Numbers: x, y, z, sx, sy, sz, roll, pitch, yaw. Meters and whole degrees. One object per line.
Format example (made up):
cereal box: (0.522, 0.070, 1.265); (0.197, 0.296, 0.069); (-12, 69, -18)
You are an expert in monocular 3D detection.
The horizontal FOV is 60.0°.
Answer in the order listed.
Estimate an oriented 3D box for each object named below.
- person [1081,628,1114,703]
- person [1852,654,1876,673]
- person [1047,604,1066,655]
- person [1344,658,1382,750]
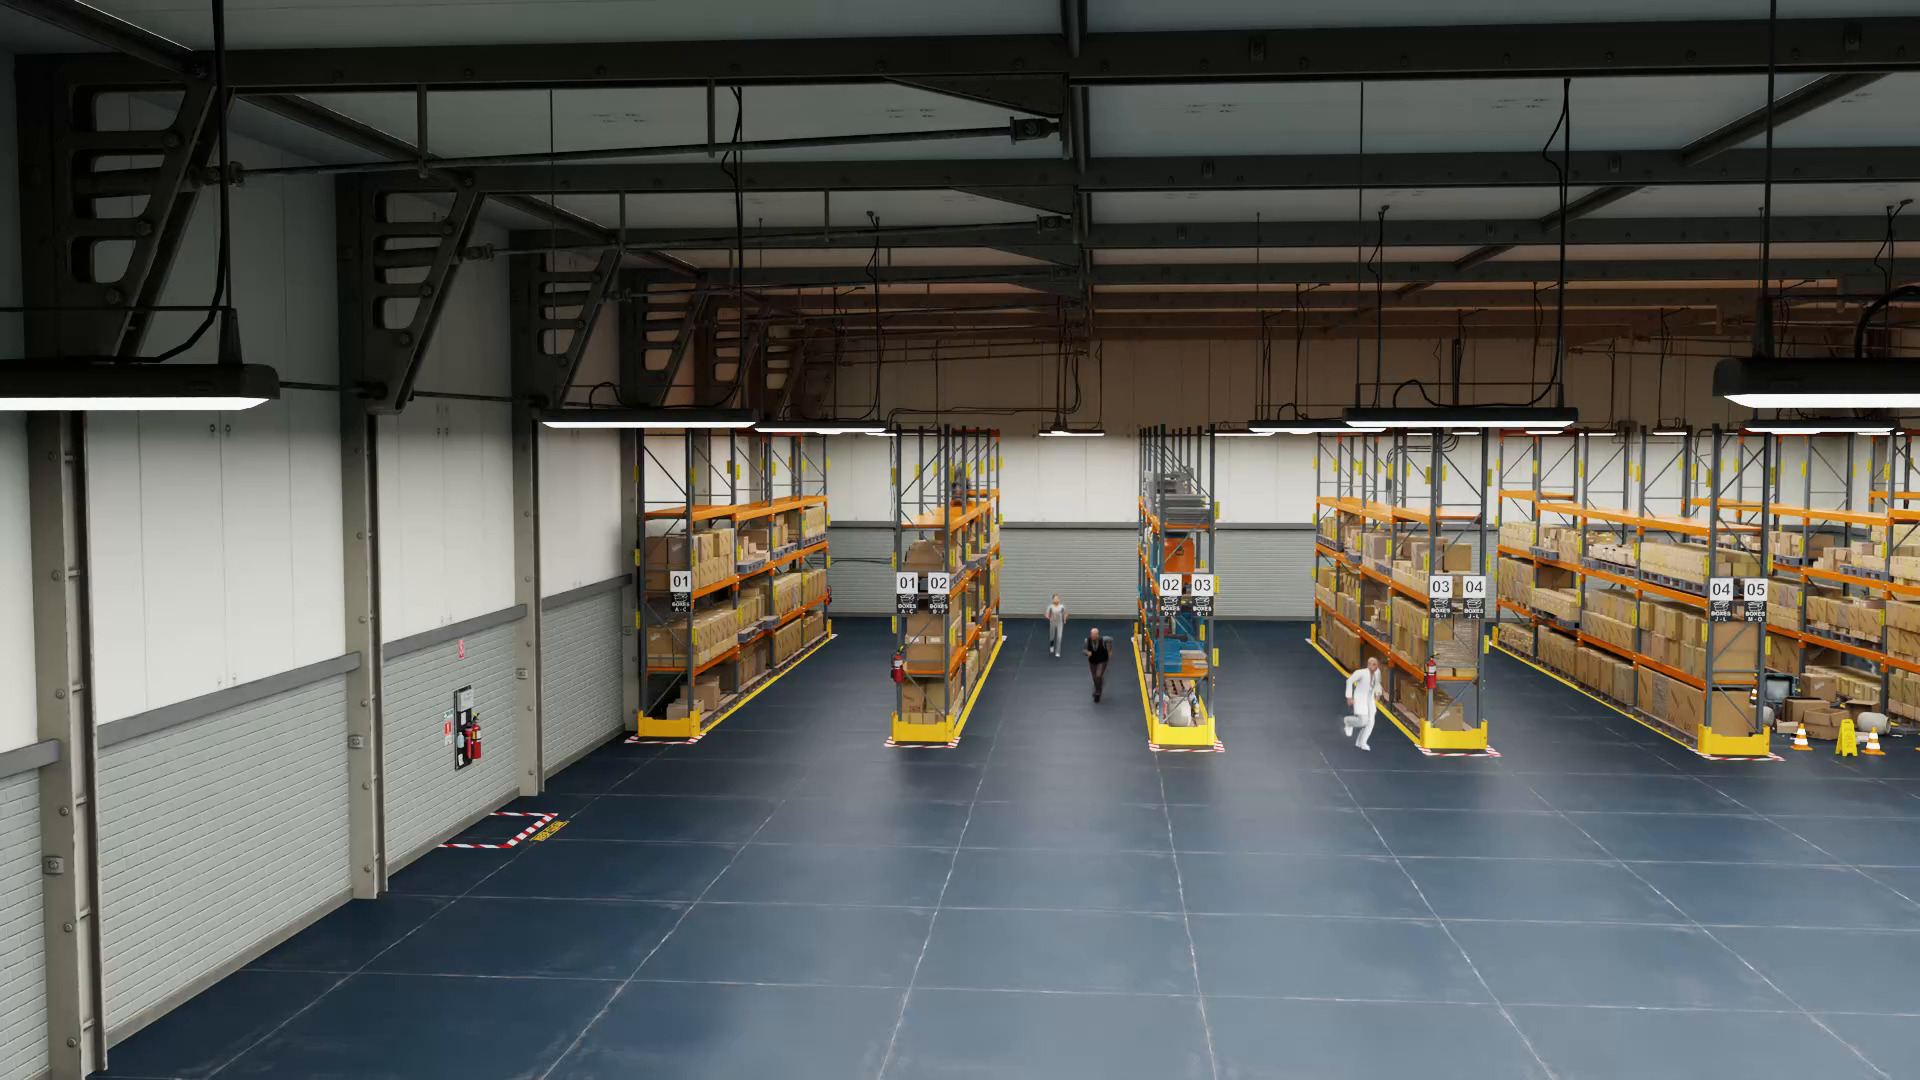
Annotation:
person: (3.022, 2.729, 36.339); (0.697, 1.671, 0.992); (1, 4, 14)
person: (21.398, 2.550, 39.442); (0.541, 1.585, 0.931); (0, 3, -1)
person: (2.537, 2.340, 43.745); (0.540, 1.313, 0.624); (0, 3, -2)
person: (7.455, 3.010, 30.870); (0.706, 1.717, 0.805); (-2, 4, -31)
